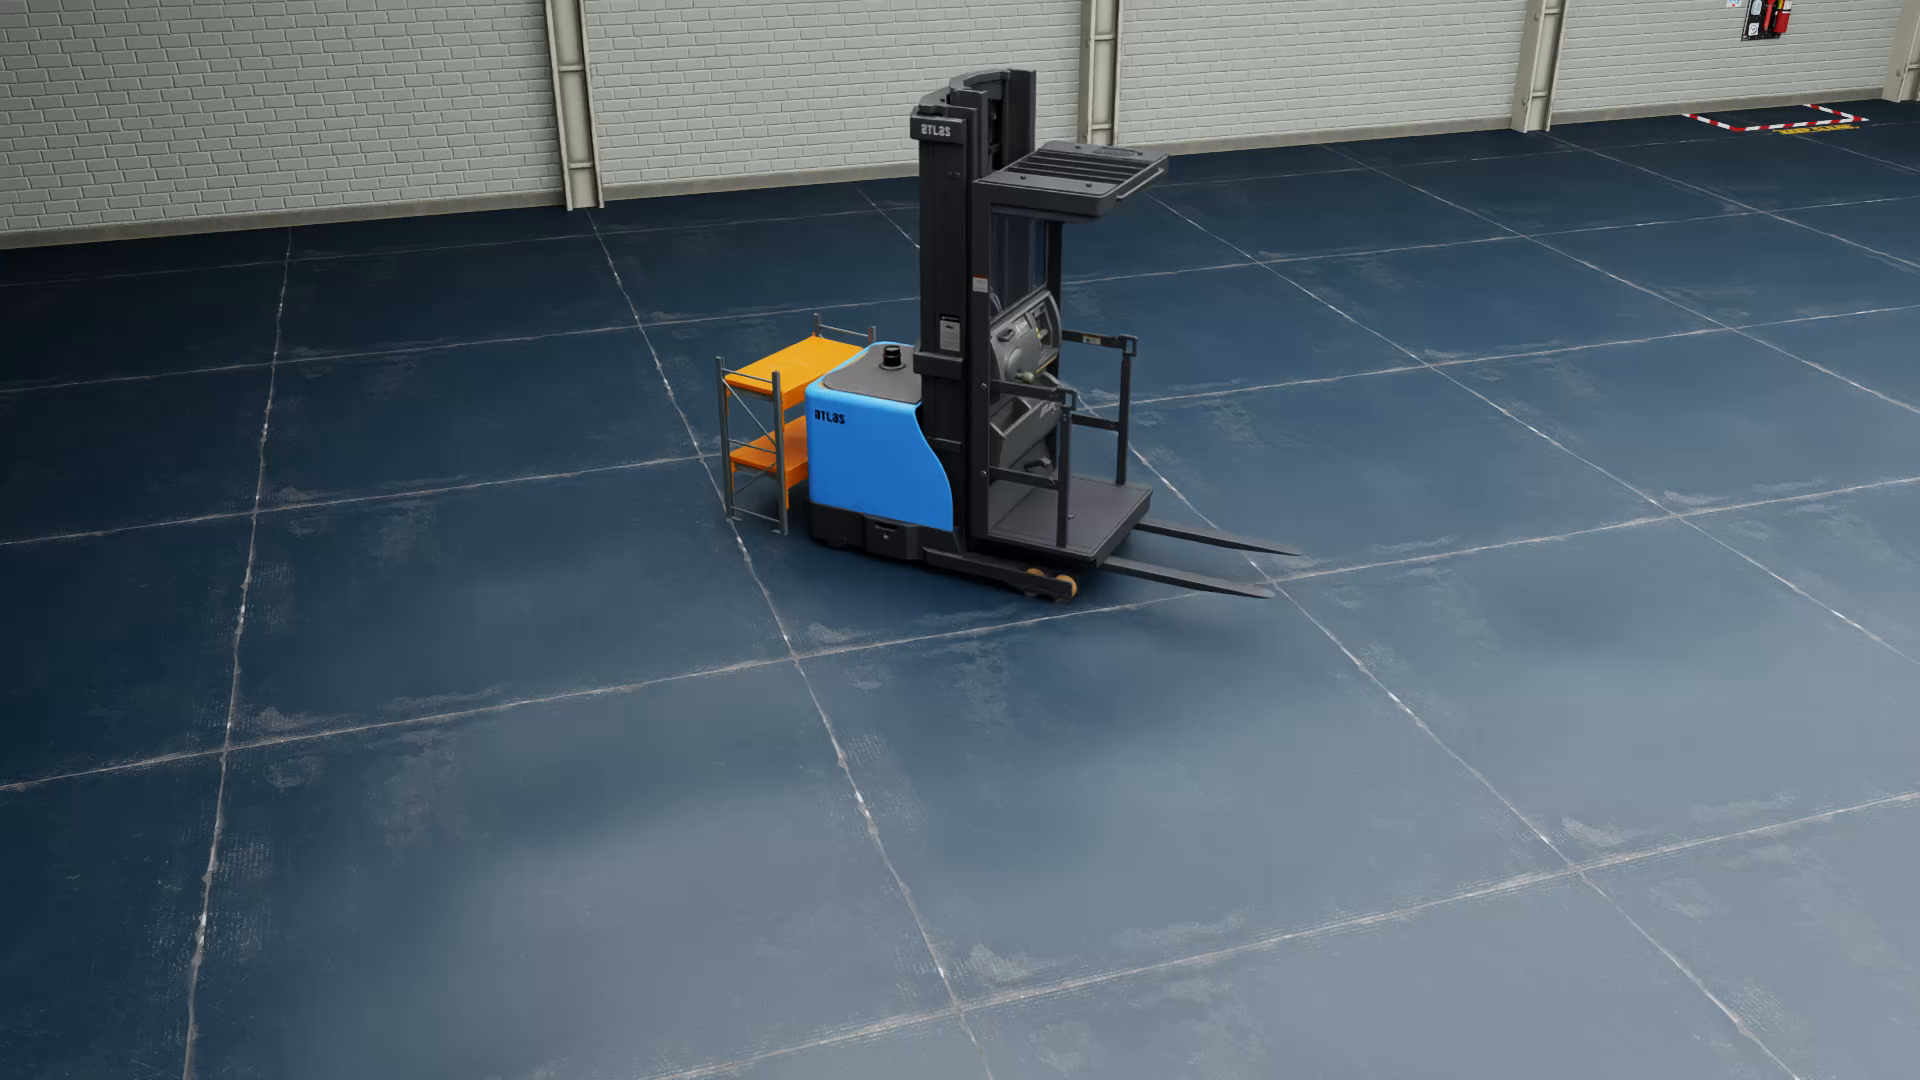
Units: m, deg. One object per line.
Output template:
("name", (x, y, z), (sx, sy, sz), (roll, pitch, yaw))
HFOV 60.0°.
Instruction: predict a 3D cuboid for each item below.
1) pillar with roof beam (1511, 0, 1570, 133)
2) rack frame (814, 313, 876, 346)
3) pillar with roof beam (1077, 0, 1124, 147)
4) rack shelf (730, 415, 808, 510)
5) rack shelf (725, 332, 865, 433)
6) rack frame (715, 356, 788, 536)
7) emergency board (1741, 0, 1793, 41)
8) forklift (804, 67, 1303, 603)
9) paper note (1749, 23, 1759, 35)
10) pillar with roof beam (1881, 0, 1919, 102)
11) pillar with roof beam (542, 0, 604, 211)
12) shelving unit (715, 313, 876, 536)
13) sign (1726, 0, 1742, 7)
("pillar with roof beam", (8.659, -7.498, 15.734), (0.400, 9.000, 9.100), (-8, 28, -16))
("rack frame", (-0.779, -0.977, 11.452), (0.500, 1.125, 0.032), (16, 31, 29))
("pillar with roof beam", (2.954, -6.672, 14.069), (0.400, 9.000, 9.100), (-8, 28, -16))
("rack shelf", (-1.057, -0.568, 11.180), (0.538, 0.278, 1.000), (16, 31, 29))
("rack shelf", (-1.057, -1.049, 10.941), (0.538, 0.278, 1.000), (16, 31, 29))
("rack frame", (-1.335, -0.598, 10.690), (0.500, 1.125, 0.032), (16, 31, 29))
("emergency board", (10.669, -7.133, 21.745), (0.643, 1.169, 0.194), (-8, 28, -16))
("forklift", (0.580, -1.204, 9.879), (3.031, 2.935, 1.130), (12, 29, 23))
("paper note", (10.480, -6.744, 21.951), (0.142, 0.148, 0.016), (-8, 28, -16))
("pillar with roof beam", (14.364, -8.324, 17.398), (0.400, 9.000, 9.100), (-8, 28, -16))
("pillar with roof beam", (-2.751, -5.846, 12.405), (0.400, 9.000, 9.100), (-8, 28, -16))
("shelving unit", (-1.057, -0.787, 11.071), (0.538, 1.125, 1.048), (16, 31, 29))
("sign", (10.112, -7.117, 21.672), (0.234, 0.329, 0.001), (-8, 28, -16))
